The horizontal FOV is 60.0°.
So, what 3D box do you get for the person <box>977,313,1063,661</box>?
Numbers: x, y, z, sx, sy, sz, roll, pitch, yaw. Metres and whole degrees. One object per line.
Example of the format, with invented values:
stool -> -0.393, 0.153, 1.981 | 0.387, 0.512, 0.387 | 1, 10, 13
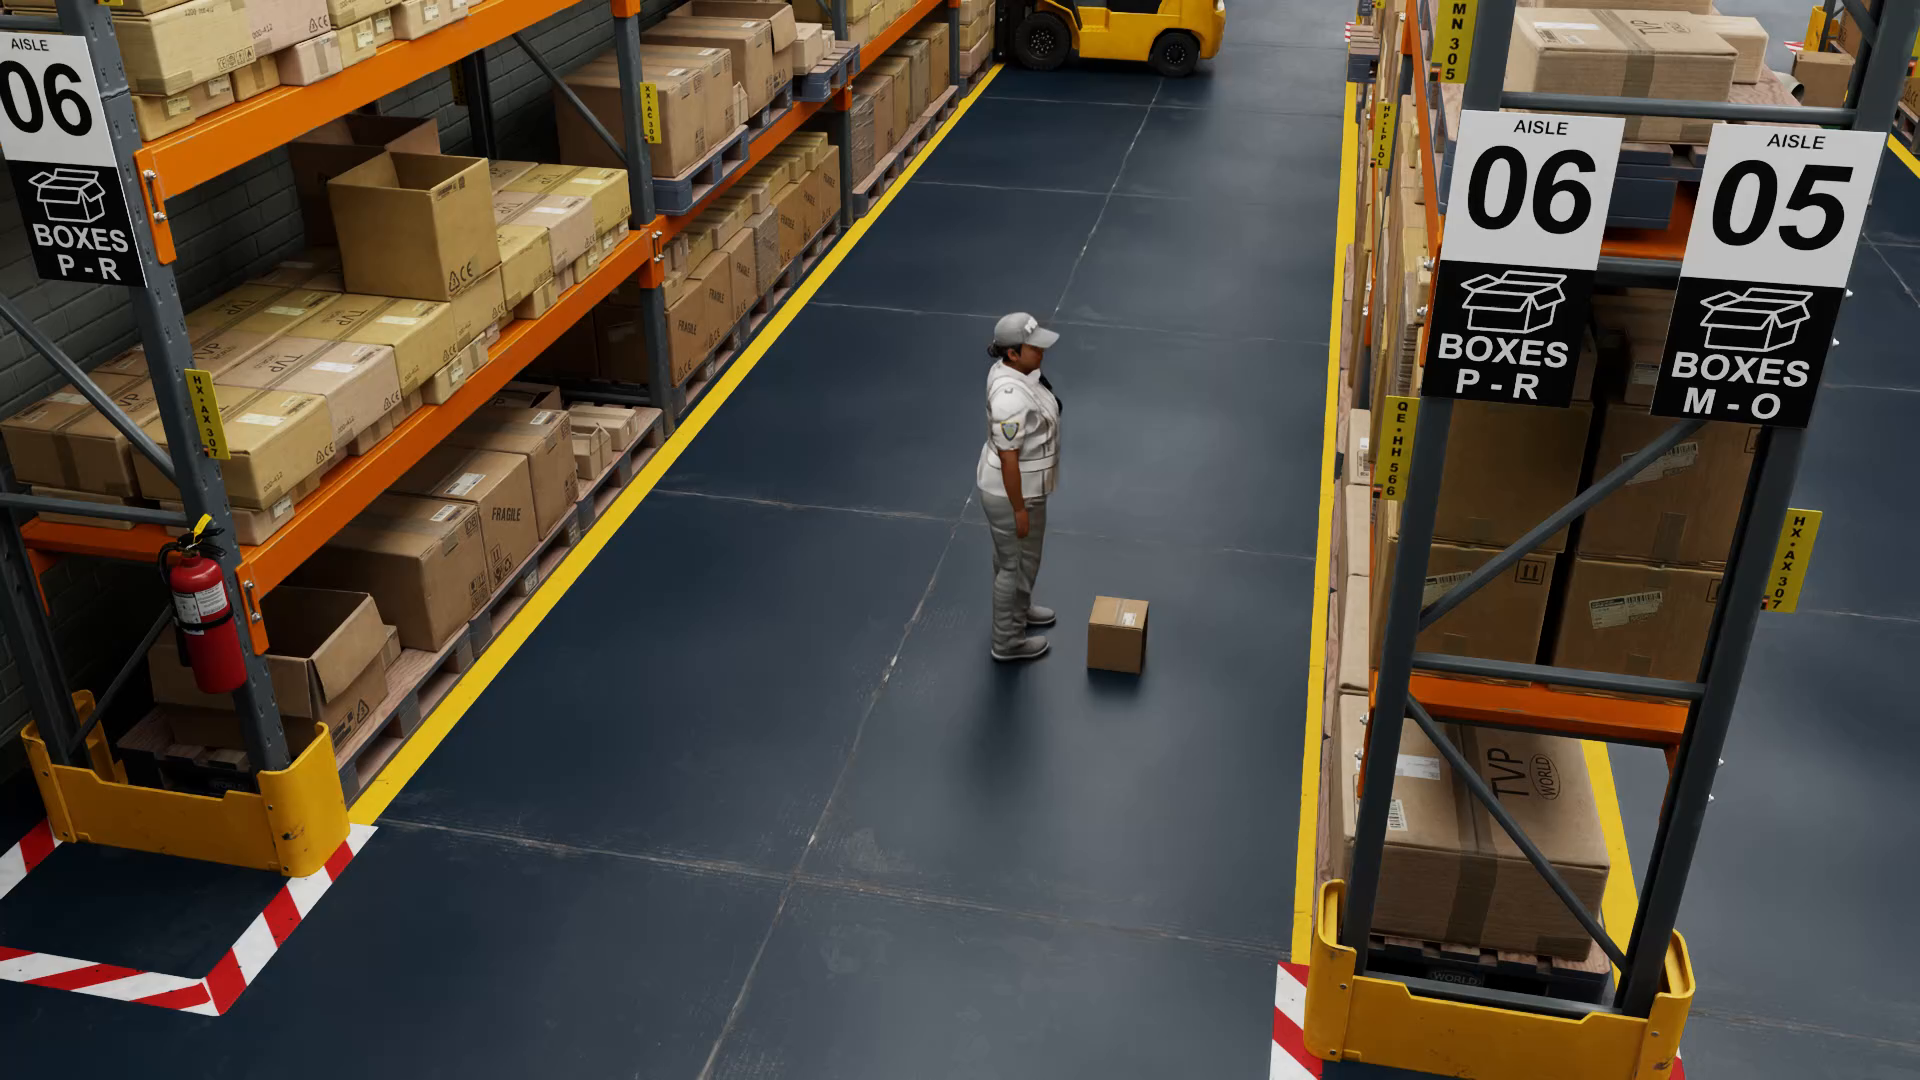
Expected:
person -> 0.270, -0.244, 7.539 | 0.384, 1.676, 0.538 | 1, 29, 2
